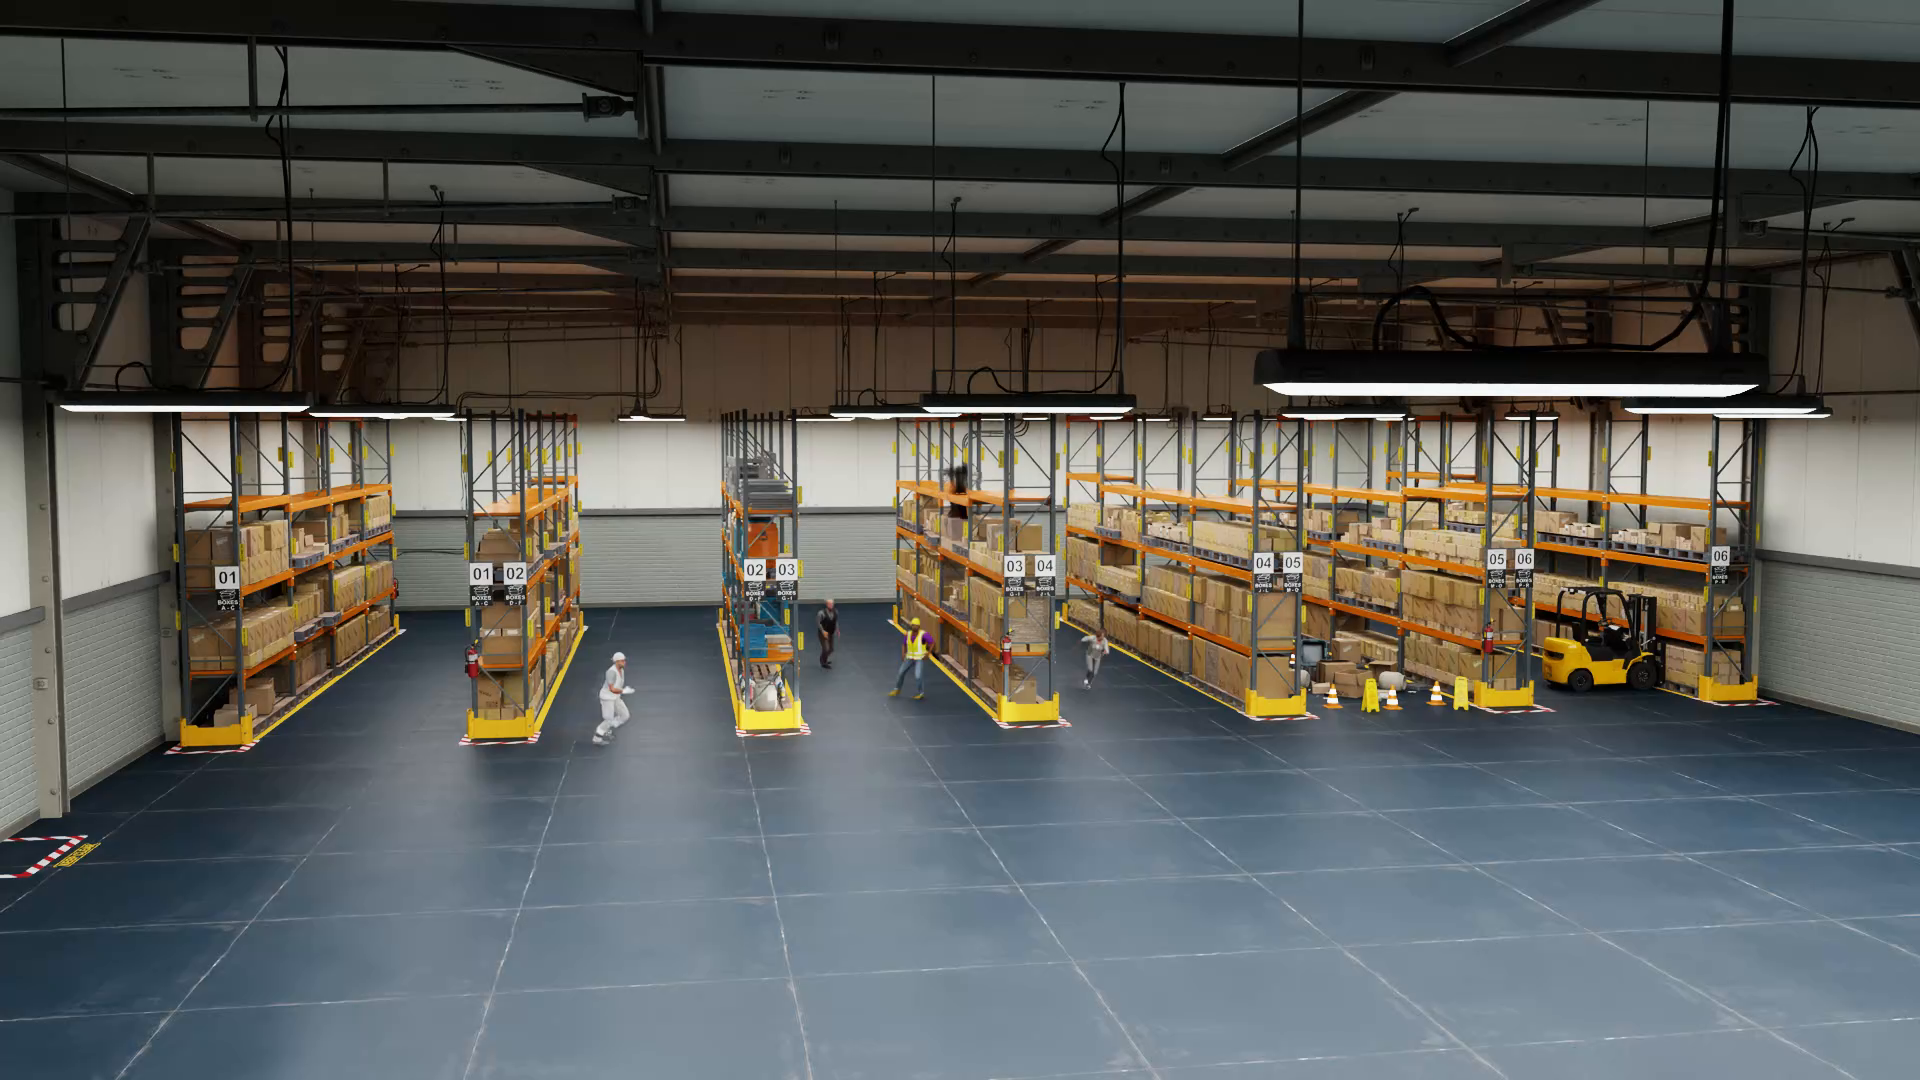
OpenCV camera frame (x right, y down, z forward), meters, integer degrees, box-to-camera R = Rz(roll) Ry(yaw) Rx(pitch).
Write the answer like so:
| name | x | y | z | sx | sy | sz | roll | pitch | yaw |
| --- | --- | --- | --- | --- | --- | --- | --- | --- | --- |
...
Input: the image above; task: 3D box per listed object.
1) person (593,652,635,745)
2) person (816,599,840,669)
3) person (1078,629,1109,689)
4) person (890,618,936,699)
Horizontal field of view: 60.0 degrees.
| name | x | y | z | sx | sy | sz | roll | pitch | yaw |
| --- | --- | --- | --- | --- | --- | --- | --- | --- | --- |
| person | -6.140 | 2.819 | 29.582 | 0.835 | 1.669 | 0.694 | 1 | 4 | 13 |
| person | -3.147 | 2.190 | 38.963 | 0.602 | 1.663 | 0.750 | -4 | 5 | -42 |
| person | 2.882 | 2.558 | 35.558 | 0.552 | 1.346 | 0.918 | -1 | 4 | -11 |
| person | -1.023 | 2.467 | 34.735 | 0.966 | 1.691 | 0.456 | 2 | 4 | 26 |
